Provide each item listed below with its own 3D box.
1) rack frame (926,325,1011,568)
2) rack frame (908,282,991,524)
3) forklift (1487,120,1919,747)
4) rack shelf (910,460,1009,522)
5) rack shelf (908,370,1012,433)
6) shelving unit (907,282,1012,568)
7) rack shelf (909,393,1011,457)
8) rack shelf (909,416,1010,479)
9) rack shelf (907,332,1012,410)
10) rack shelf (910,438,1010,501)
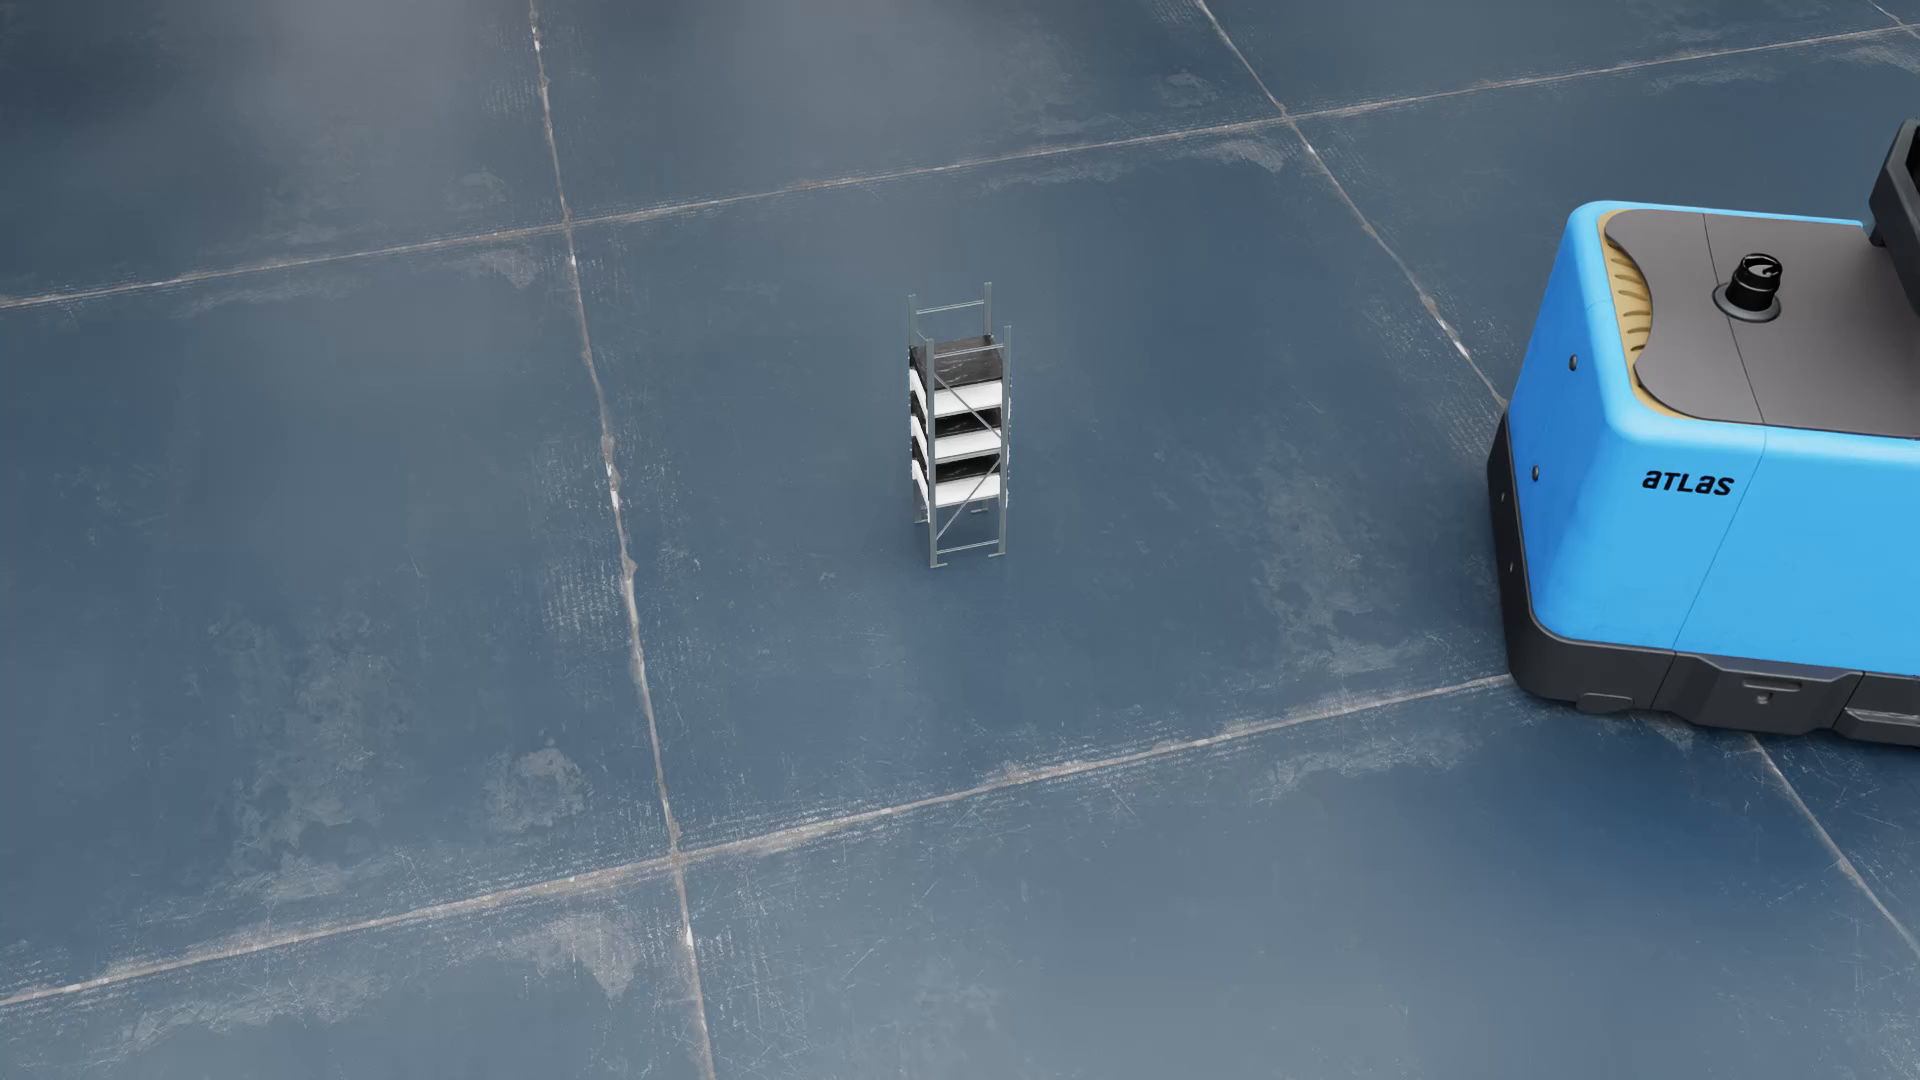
[{"bbox_3d":[0.024,-0.250,4.865,0.240,0.900,0.006,-11,47,-10],"label":"rack frame"},{"bbox_3d":[-0.028,-0.391,5.003,0.240,0.900,0.006,-11,47,-10],"label":"rack frame"},{"bbox_3d":[3.141,-0.752,3.935,3.031,2.935,1.130,6,46,6],"label":"forklift"},{"bbox_3d":[-0.002,-0.171,5.086,0.258,0.077,0.200,-11,47,-10],"label":"rack shelf"},{"bbox_3d":[-0.002,-0.423,4.829,0.258,0.077,0.200,-11,47,-10],"label":"rack shelf"},{"bbox_3d":[-0.002,-0.321,4.934,0.258,0.900,0.210,-11,47,-10],"label":"shelving unit"},{"bbox_3d":[-0.002,-0.360,4.894,0.258,0.077,0.200,-11,47,-10],"label":"rack shelf"},{"bbox_3d":[-0.002,-0.297,4.958,0.258,0.077,0.200,-11,47,-10],"label":"rack shelf"},{"bbox_3d":[-0.002,-0.486,4.765,0.258,0.077,0.200,-11,47,-10],"label":"rack shelf"},{"bbox_3d":[-0.002,-0.234,5.022,0.258,0.077,0.200,-11,47,-10],"label":"rack shelf"}]
